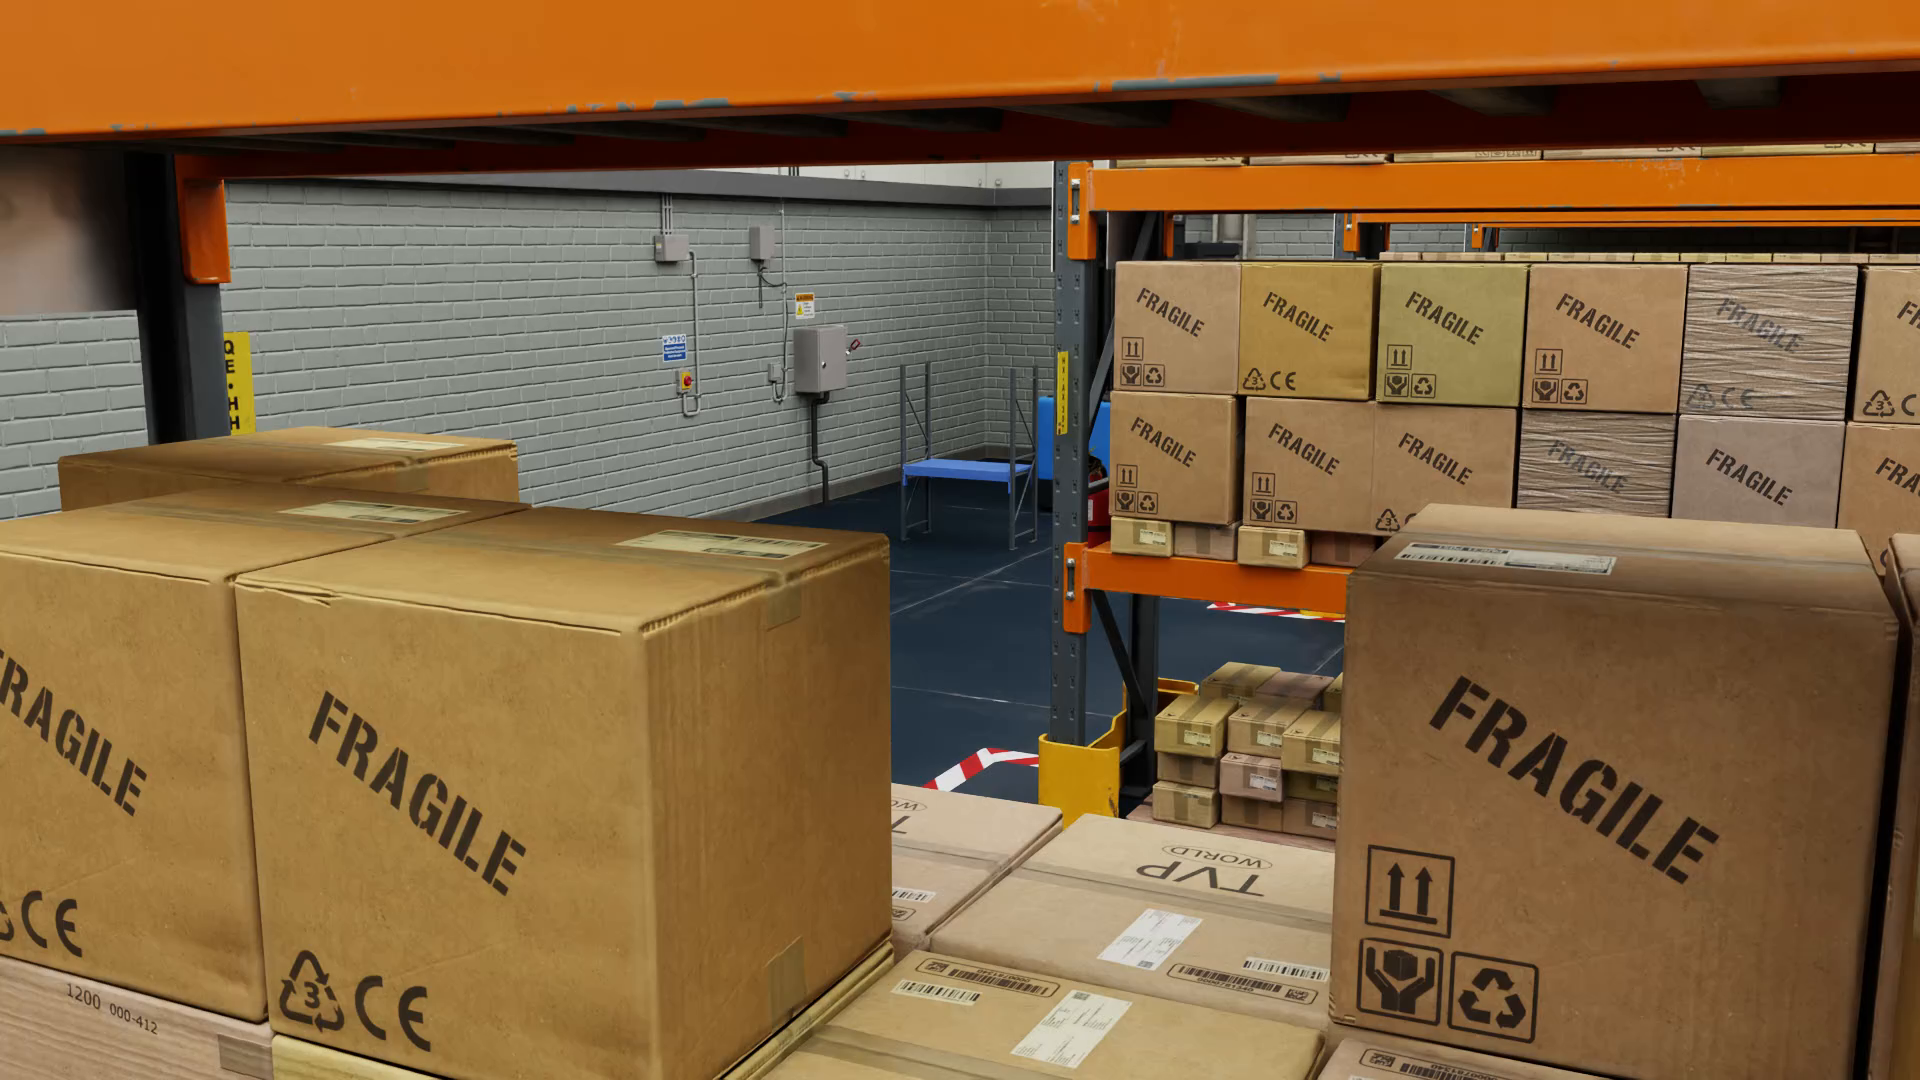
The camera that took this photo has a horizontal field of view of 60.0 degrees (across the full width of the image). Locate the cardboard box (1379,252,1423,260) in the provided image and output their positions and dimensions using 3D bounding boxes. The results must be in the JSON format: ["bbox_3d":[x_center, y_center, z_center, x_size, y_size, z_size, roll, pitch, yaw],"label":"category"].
[{"bbox_3d":[2.944,-1.830,11.008,0.250,0.149,0.380,5,12,27],"label":"cardboard box"}]

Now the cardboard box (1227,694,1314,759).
[{"bbox_3d":[1.268,0.758,6.772,0.250,0.149,0.380,5,12,27],"label":"cardboard box"}]

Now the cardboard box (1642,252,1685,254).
[{"bbox_3d":[4.554,-1.790,10.789,0.250,0.149,0.380,5,12,28],"label":"cardboard box"}]

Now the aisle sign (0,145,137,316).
[{"bbox_3d":[-1.569,-0.792,2.882,0.004,0.787,0.394,5,11,26],"label":"aisle sign"}]

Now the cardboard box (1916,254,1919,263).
[{"bbox_3d":[5.730,-1.598,9.729,0.250,0.149,0.380,5,12,27],"label":"cardboard box"}]

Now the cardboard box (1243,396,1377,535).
[{"bbox_3d":[1.420,-0.321,6.465,0.500,0.500,0.500,5,11,26],"label":"cardboard box"}]

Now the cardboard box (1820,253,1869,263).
[{"bbox_3d":[5.275,-1.637,9.941,0.250,0.149,0.380,5,11,25],"label":"cardboard box"}]

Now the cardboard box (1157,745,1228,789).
[{"bbox_3d":[1.005,0.889,6.886,0.250,0.149,0.380,6,12,28],"label":"cardboard box"}]

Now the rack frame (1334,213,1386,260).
[{"bbox_3d":[2.748,-1.042,11.563,0.127,3.000,1.000,5,11,26],"label":"rack frame"}]

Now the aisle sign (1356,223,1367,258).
[{"bbox_3d":[2.821,-2.376,11.636,0.004,0.787,0.394,5,11,26],"label":"aisle sign"}]

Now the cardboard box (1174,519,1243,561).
[{"bbox_3d":[1.040,-0.028,6.668,0.250,0.149,0.380,5,12,28],"label":"cardboard box"}]

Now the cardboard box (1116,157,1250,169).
[{"bbox_3d":[0.938,-1.569,6.476,0.500,0.250,0.500,5,12,28],"label":"cardboard box"}]

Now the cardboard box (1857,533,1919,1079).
[{"bbox_3d":[1.196,0.296,1.652,0.500,0.500,0.500,5,11,26],"label":"cardboard box"}]

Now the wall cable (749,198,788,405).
[{"bbox_3d":[-1.702,-2.210,15.163,0.122,1.984,0.588,5,11,26],"label":"wall cable"}]

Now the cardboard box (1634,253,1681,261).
[{"bbox_3d":[4.316,-1.701,10.296,0.250,0.149,0.380,5,11,24],"label":"cardboard box"}]

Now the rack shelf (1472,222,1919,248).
[{"bbox_3d":[6.734,-2.799,14.871,4.000,0.370,1.077,5,11,26],"label":"rack shelf"}]

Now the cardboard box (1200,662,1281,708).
[{"bbox_3d":[1.235,0.662,7.307,0.250,0.149,0.380,5,11,26],"label":"cardboard box"}]

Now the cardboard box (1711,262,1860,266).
[{"bbox_3d":[3.029,-0.773,6.155,0.500,0.500,0.500,5,12,27],"label":"cardboard box"}]

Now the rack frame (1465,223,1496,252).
[{"bbox_3d":[4.941,-1.835,15.945,0.127,3.000,1.000,5,11,26],"label":"rack frame"}]

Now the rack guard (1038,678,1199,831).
[{"bbox_3d":[0.716,0.993,7.340,0.348,0.500,1.175,5,11,26],"label":"rack guard"}]

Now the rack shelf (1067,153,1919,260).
[{"bbox_3d":[2.442,-1.207,6.077,4.000,0.370,1.077,5,11,26],"label":"rack shelf"}]

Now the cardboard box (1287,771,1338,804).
[{"bbox_3d":[1.484,0.925,6.688,0.250,0.149,0.380,5,11,27],"label":"cardboard box"}]

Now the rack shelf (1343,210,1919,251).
[{"bbox_3d":[4.542,-2.006,10.489,4.000,0.370,1.077,5,11,26],"label":"rack shelf"}]

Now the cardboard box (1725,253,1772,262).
[{"bbox_3d":[4.800,-1.671,10.131,0.250,0.149,0.380,5,11,25],"label":"cardboard box"}]

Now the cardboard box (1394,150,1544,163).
[{"bbox_3d":[1.876,-1.488,6.030,0.500,0.250,0.500,5,11,24],"label":"cardboard box"}]

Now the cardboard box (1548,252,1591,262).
[{"bbox_3d":[3.896,-1.752,10.576,0.250,0.149,0.380,5,11,26],"label":"cardboard box"}]

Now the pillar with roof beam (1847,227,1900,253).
[{"bbox_3d":[6.398,-3.983,10.968,0.400,9.000,9.100,5,11,26],"label":"pillar with roof beam"}]

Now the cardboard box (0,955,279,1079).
[{"bbox_3d":[-0.857,0.589,2.137,0.500,0.250,0.500,5,11,25],"label":"cardboard box"}]

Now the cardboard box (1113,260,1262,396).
[{"bbox_3d":[0.933,-0.853,6.596,0.500,0.500,0.500,5,11,25],"label":"cardboard box"}]

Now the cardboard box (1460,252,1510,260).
[{"bbox_3d":[3.393,-1.782,10.742,0.250,0.149,0.380,5,12,28],"label":"cardboard box"}]

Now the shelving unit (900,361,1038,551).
[{"bbox_3d":[0.076,-0.731,14.059,1.048,1.500,0.538,5,11,26],"label":"shelving unit"}]

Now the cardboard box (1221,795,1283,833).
[{"bbox_3d":[1.248,1.053,6.815,0.250,0.149,0.380,5,11,26],"label":"cardboard box"}]

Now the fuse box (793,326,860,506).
[{"bbox_3d":[-1.259,-1.172,15.902,0.414,1.711,0.539,5,11,26],"label":"fuse box"}]

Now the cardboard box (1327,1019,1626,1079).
[{"bbox_3d":[0.734,0.625,1.940,0.500,0.250,0.500,5,12,27],"label":"cardboard box"}]

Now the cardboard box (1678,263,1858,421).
[{"bbox_3d":[2.776,-0.692,5.706,0.500,0.500,0.500,5,12,27],"label":"cardboard box"}]

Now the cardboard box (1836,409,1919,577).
[{"bbox_3d":[3.212,-0.158,5.562,0.500,0.500,0.500,5,11,24],"label":"cardboard box"}]

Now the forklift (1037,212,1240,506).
[{"bbox_3d":[2.024,-1.871,16.341,1.130,2.935,3.031,9,13,40],"label":"forklift"}]

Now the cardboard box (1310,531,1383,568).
[{"bbox_3d":[1.551,0.000,6.512,0.250,0.149,0.380,6,12,28],"label":"cardboard box"}]

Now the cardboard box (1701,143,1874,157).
[{"bbox_3d":[2.778,-1.407,5.579,0.500,0.250,0.500,5,11,25],"label":"cardboard box"}]

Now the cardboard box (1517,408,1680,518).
[{"bbox_3d":[2.313,-0.241,6.024,0.500,0.500,0.500,5,11,24],"label":"cardboard box"}]

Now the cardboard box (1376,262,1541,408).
[{"bbox_3d":[1.845,-0.770,6.136,0.500,0.500,0.500,5,11,25],"label":"cardboard box"}]

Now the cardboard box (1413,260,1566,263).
[{"bbox_3d":[2.093,-0.855,6.607,0.500,0.500,0.500,6,12,29],"label":"cardboard box"}]

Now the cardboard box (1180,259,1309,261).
[{"bbox_3d":[1.169,-0.934,7.046,0.500,0.500,0.500,5,11,25],"label":"cardboard box"}]

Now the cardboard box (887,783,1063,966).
[{"bbox_3d":[-0.174,0.544,2.385,0.500,0.250,0.500,5,11,24],"label":"cardboard box"}]

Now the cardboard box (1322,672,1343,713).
[{"bbox_3d":[1.724,0.691,7.147,0.250,0.149,0.380,5,11,25],"label":"cardboard box"}]

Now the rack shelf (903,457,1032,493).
[{"bbox_3d":[0.076,-0.554,14.092,1.000,0.185,0.538,5,11,26],"label":"rack shelf"}]

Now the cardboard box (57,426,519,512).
[{"bbox_3d":[-1.084,0.096,2.758,0.500,0.500,0.500,5,11,27],"label":"cardboard box"}]

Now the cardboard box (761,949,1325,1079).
[{"bbox_3d":[0.062,0.670,1.692,0.500,0.250,0.500,5,11,25],"label":"cardboard box"}]

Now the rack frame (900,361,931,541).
[{"bbox_3d":[-0.379,-0.771,14.281,0.032,1.500,0.500,5,11,26],"label":"rack frame"}]

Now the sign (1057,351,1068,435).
[{"bbox_3d":[0.408,-0.582,6.595,0.005,0.325,0.100,5,11,26],"label":"sign"}]

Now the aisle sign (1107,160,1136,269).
[{"bbox_3d":[0.716,-1.576,7.216,0.004,0.787,0.394,5,11,26],"label":"aisle sign"}]

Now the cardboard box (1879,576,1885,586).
[{"bbox_3d":[3.182,0.146,5.707,0.250,0.149,0.380,5,11,24],"label":"cardboard box"}]

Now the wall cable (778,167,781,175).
[{"bbox_3d":[-2.143,-4.517,13.919,0.029,3.000,2.355,5,11,26],"label":"wall cable"}]

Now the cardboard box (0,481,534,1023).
[{"bbox_3d":[-0.878,0.220,2.073,0.500,0.500,0.500,5,11,24],"label":"cardboard box"}]
